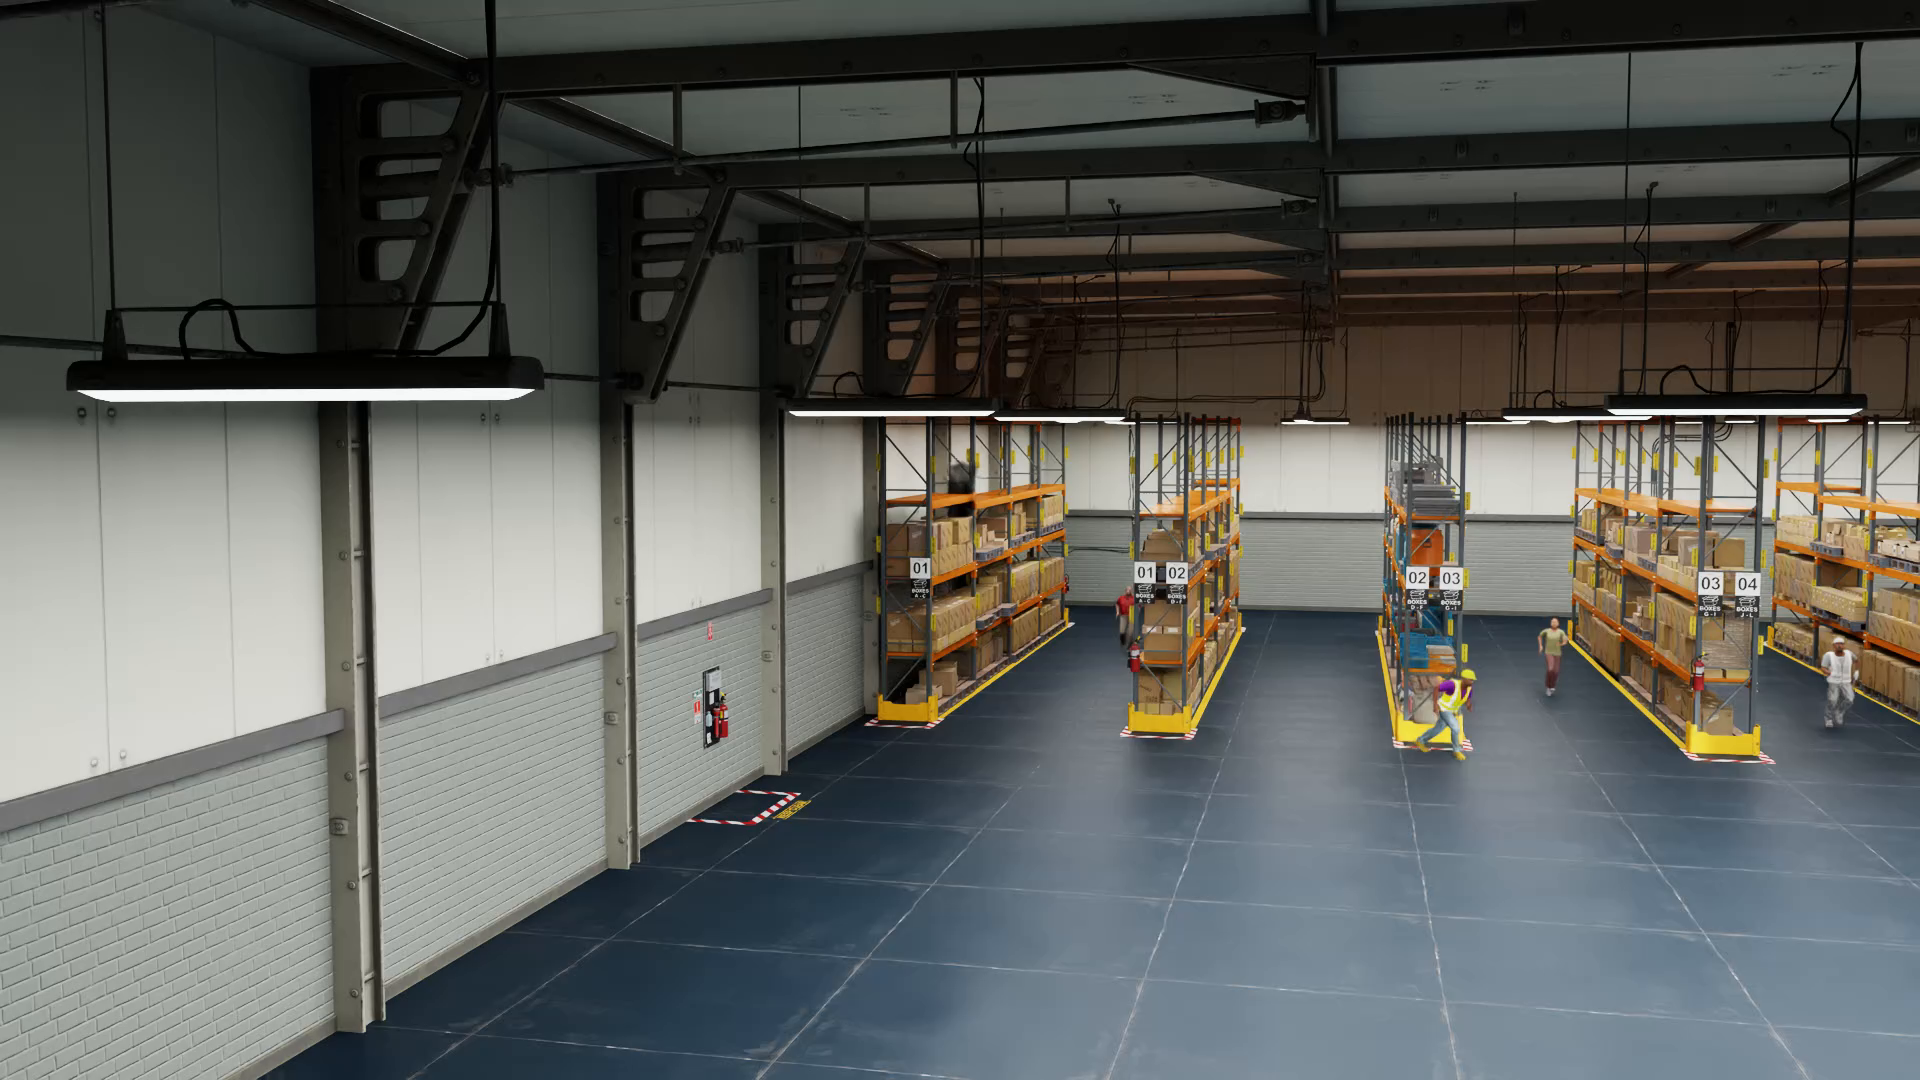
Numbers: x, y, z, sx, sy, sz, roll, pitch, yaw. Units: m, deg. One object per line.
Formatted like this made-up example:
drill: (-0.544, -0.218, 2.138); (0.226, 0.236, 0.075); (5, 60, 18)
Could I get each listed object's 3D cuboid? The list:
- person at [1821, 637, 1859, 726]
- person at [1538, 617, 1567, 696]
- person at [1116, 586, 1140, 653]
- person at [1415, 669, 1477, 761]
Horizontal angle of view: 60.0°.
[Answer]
person: (16.704, 2.706, 31.526); (0.730, 1.732, 0.767); (1, 4, 10)
person: (12.691, 2.482, 35.566); (0.532, 1.688, 0.688); (0, 4, 5)
person: (4.237, 2.021, 42.089); (0.646, 1.699, 0.642); (1, 4, 12)
person: (8.440, 2.981, 28.855); (0.716, 1.576, 1.148); (-3, 5, -37)
